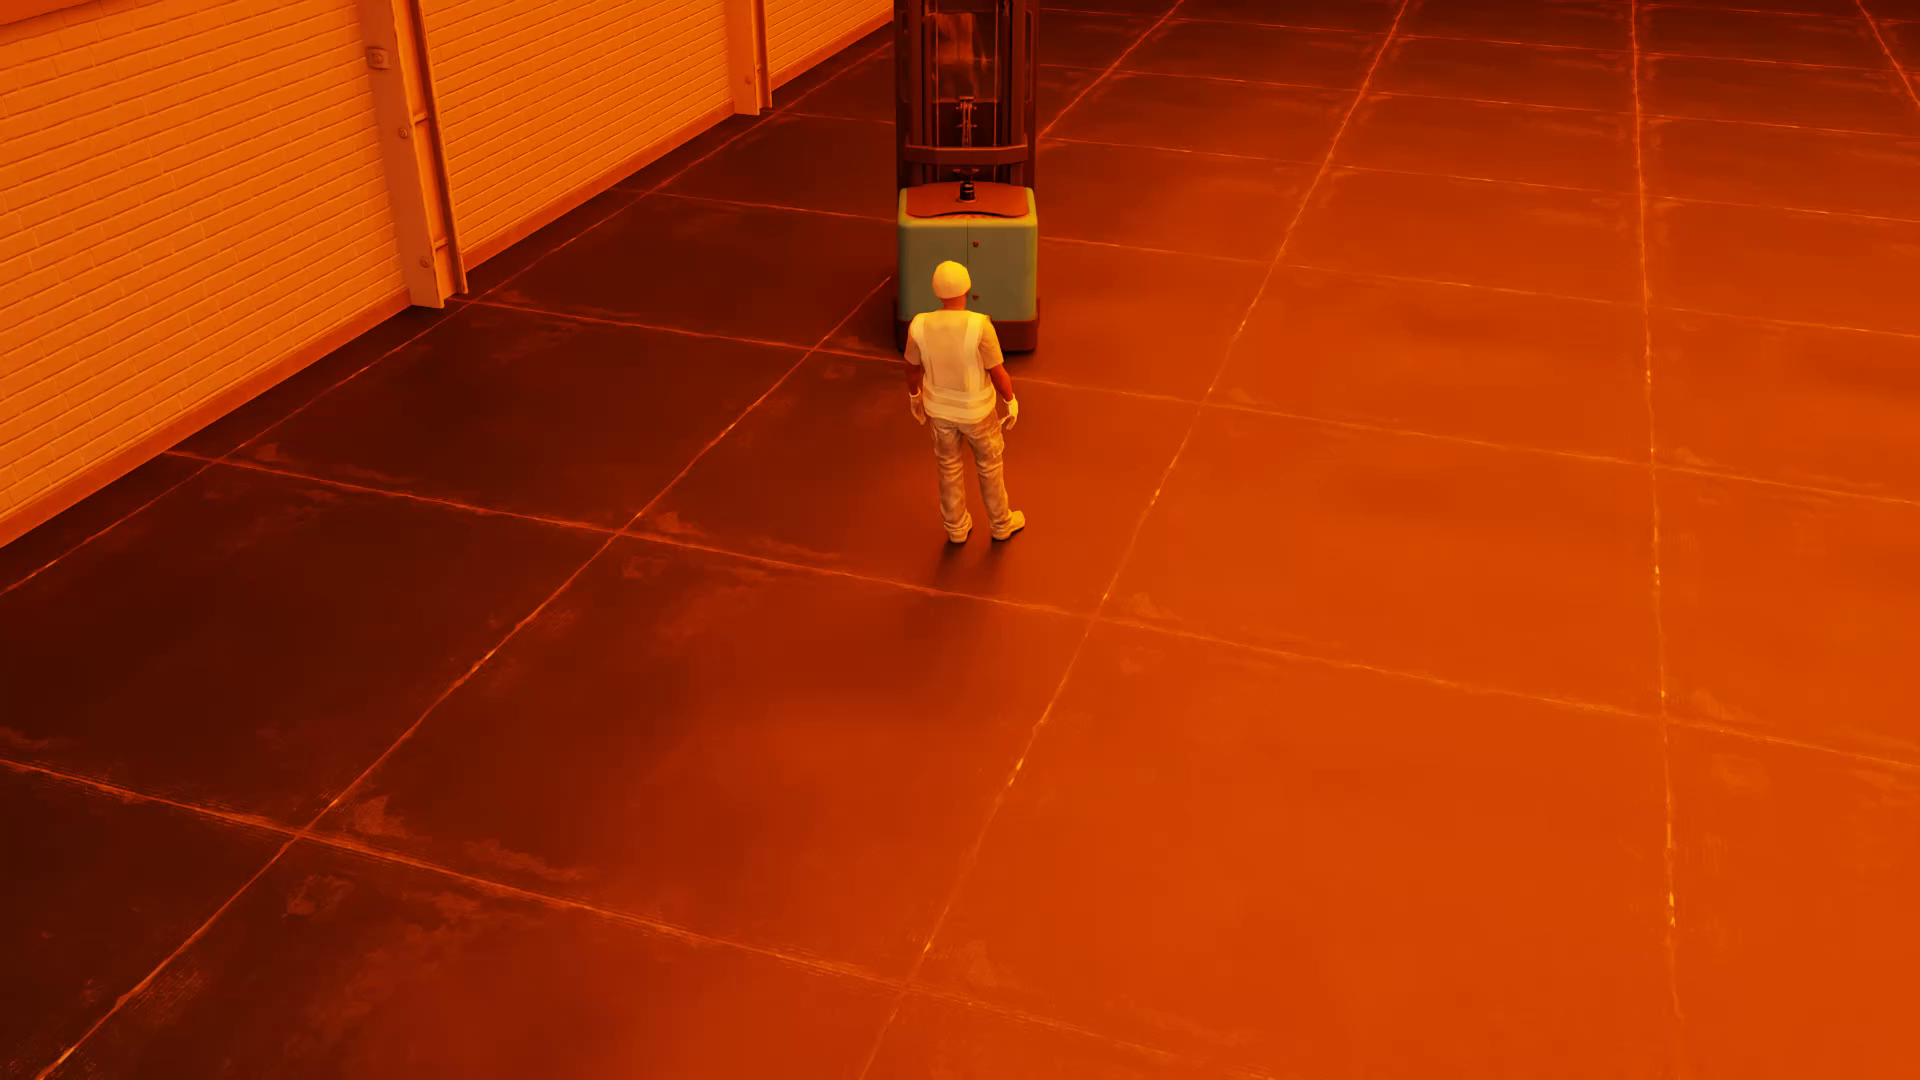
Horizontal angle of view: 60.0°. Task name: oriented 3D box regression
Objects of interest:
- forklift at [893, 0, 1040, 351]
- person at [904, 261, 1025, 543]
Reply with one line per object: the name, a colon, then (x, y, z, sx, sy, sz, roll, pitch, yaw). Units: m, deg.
forklift: (0.044, -3.372, 13.052, 1.130, 2.935, 3.031, 0, 30, 0)
person: (0.032, -0.813, 9.707, 0.656, 1.782, 0.577, 10, 31, 16)
